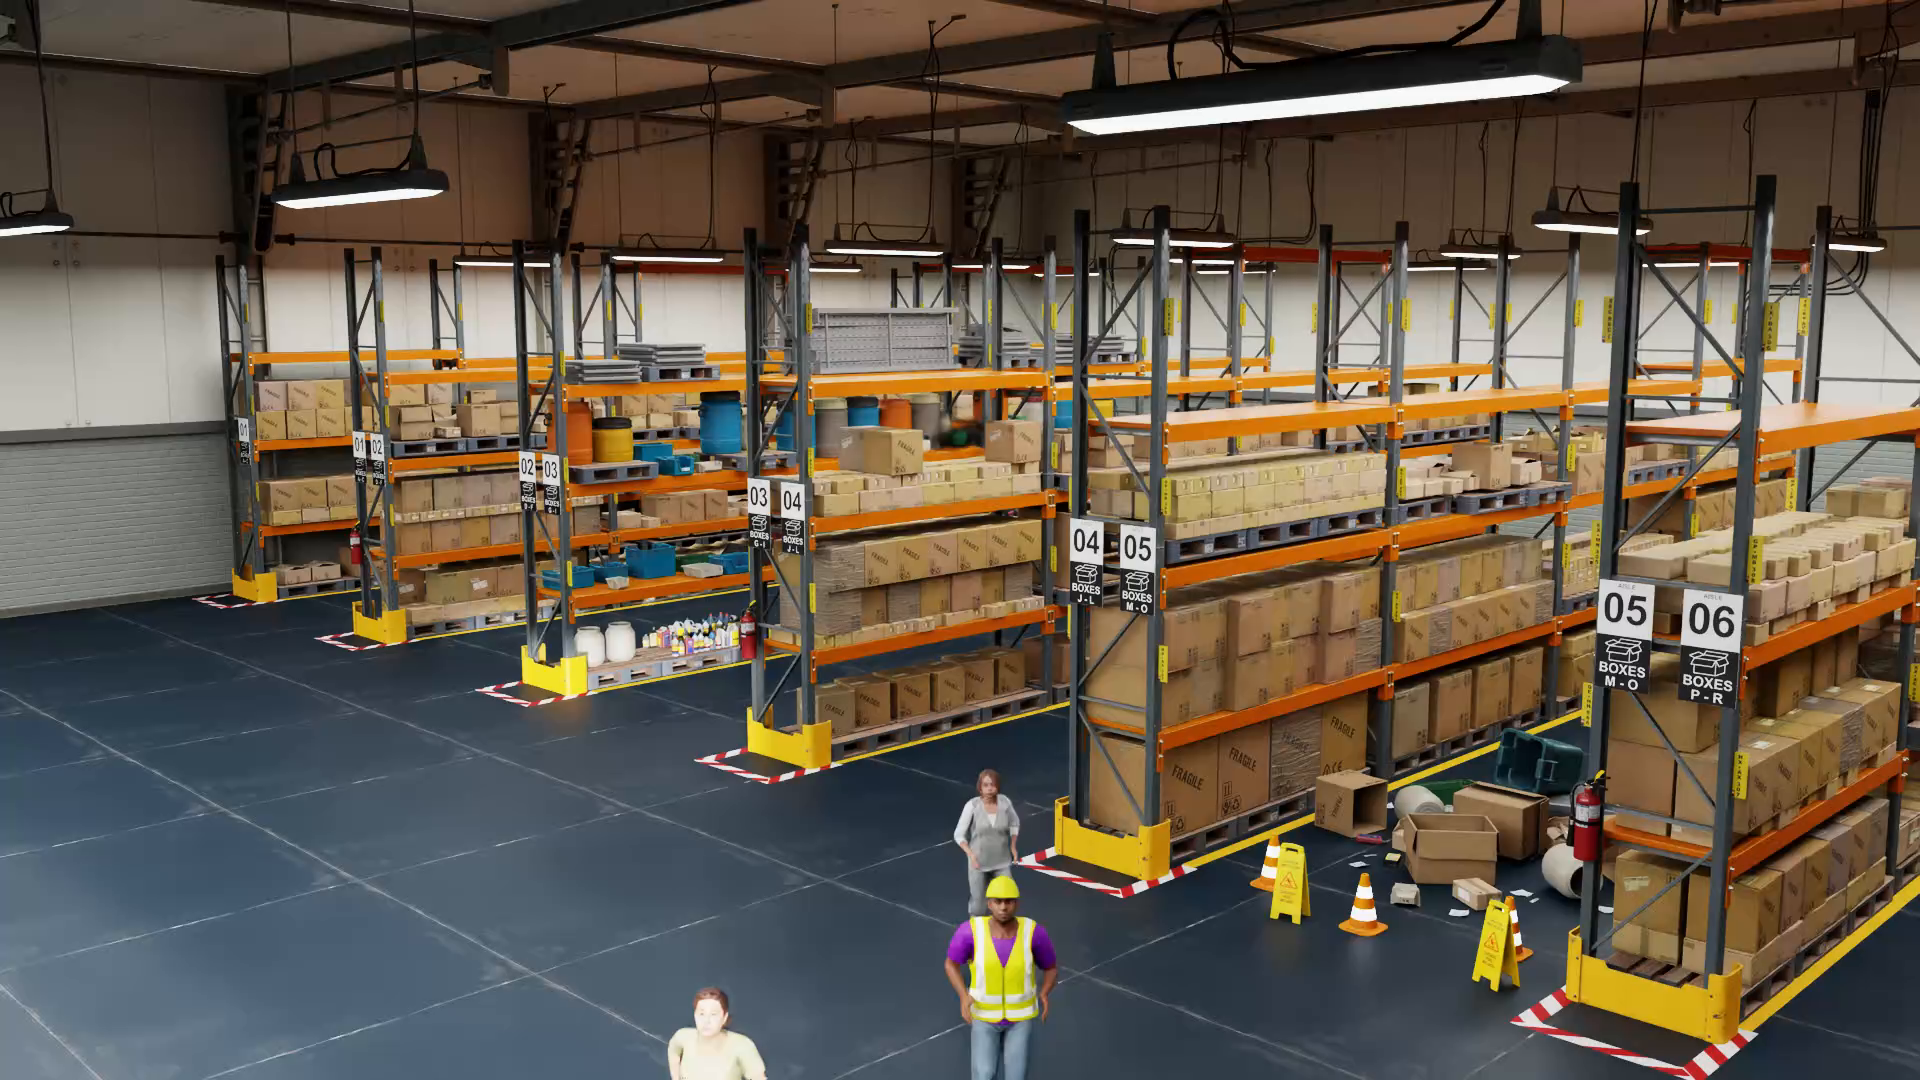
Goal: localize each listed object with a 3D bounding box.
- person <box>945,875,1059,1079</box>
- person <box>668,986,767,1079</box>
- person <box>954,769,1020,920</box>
[{"bbox_3d":[0.261,2.890,10.164,0.698,1.718,0.606,0,8,-3],"label":"person"},{"bbox_3d":[-1.269,3.134,8.746,0.556,1.708,0.787,0,8,-1],"label":"person"},{"bbox_3d":[0.225,2.560,13.050,0.546,1.585,0.815,-1,8,-10],"label":"person"}]
